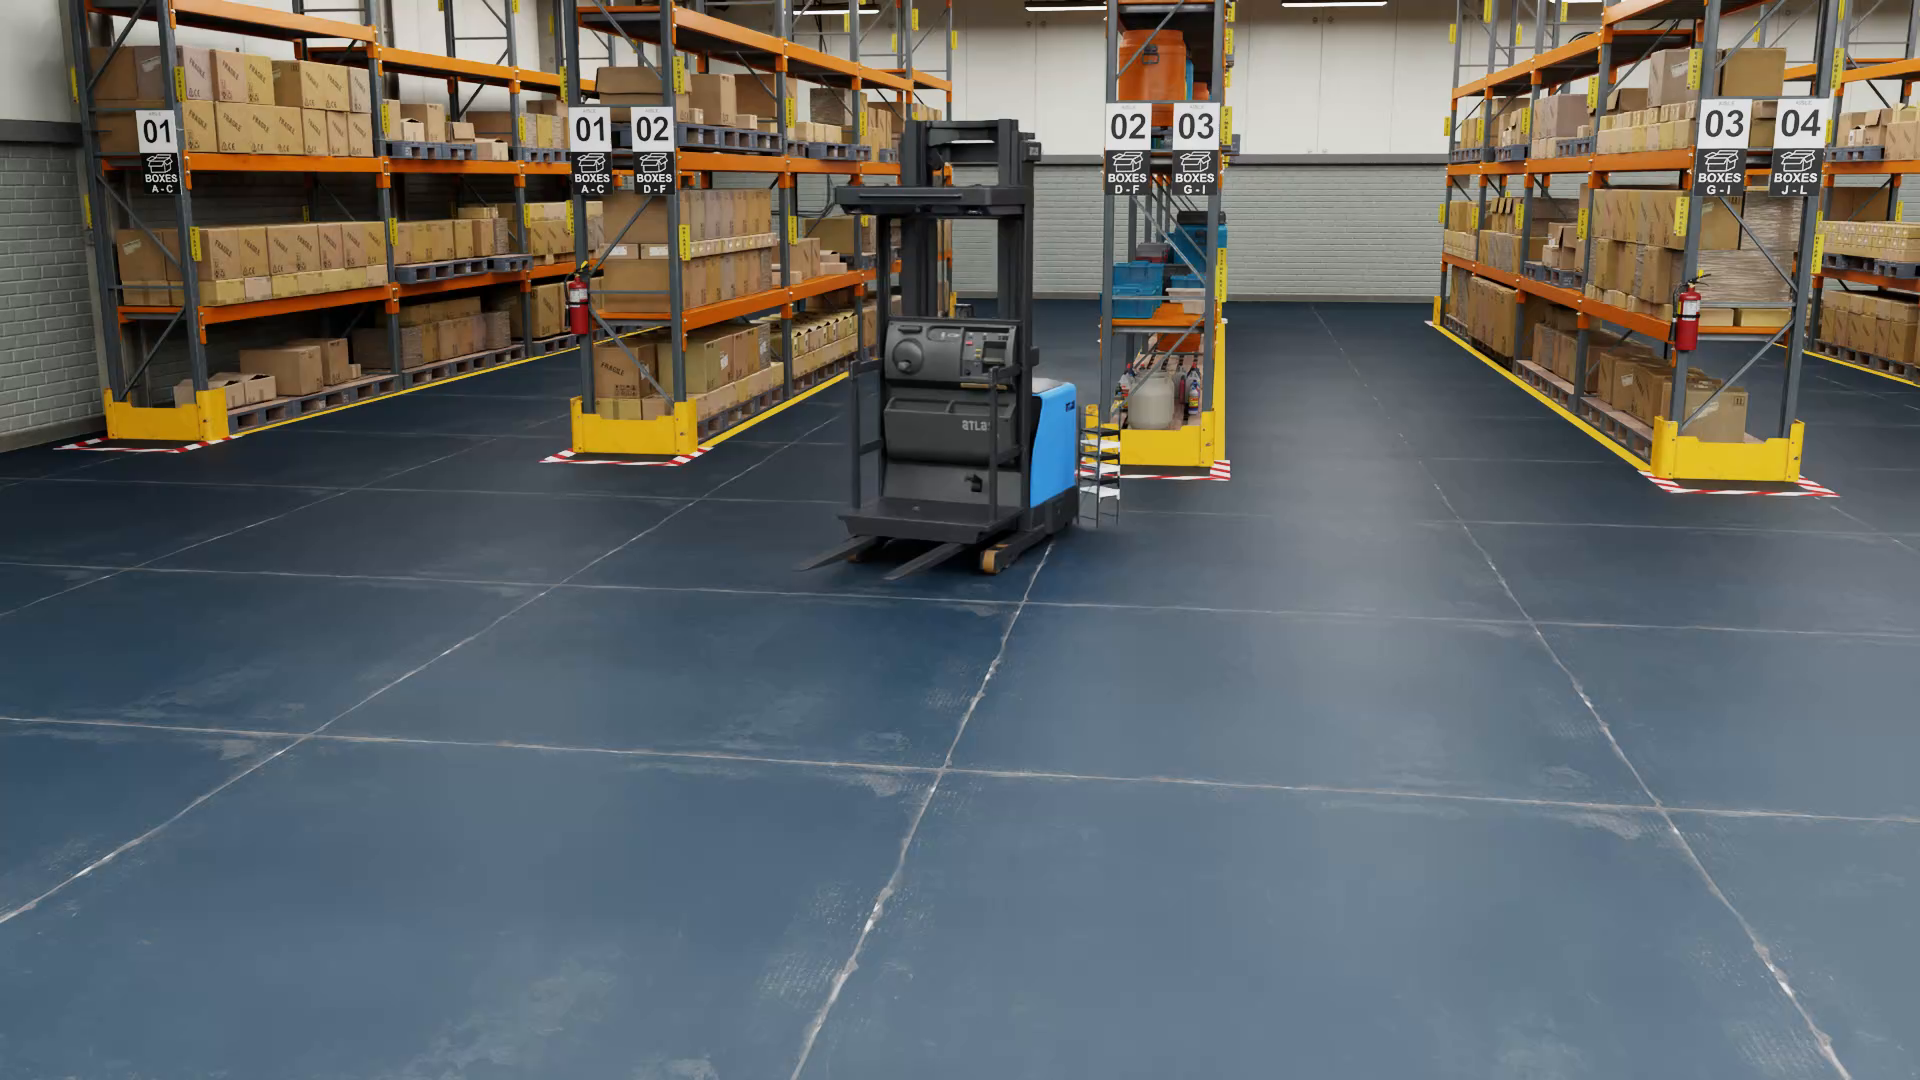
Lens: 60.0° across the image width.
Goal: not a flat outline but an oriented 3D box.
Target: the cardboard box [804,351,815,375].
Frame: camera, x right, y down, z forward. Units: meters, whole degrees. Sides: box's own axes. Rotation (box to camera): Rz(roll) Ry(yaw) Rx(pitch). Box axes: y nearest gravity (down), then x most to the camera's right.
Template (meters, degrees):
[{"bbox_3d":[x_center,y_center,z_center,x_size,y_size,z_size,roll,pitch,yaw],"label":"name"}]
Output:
[{"bbox_3d":[-2.110,-2.204,20.630,0.500,0.250,0.500,2,12,10],"label":"cardboard box"}]

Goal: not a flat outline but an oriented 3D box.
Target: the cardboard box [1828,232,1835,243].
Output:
[{"bbox_3d":[12.814,-4.375,24.069,0.380,0.149,0.250,2,12,10],"label":"cardboard box"}]

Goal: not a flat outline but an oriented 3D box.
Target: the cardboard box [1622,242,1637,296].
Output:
[{"bbox_3d":[6.954,-2.628,16.126,0.875,0.500,0.500,2,12,9],"label":"cardboard box"}]

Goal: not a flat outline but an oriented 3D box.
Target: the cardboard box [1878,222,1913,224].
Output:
[{"bbox_3d":[13.455,-4.496,23.923,0.380,0.149,0.250,1,12,7],"label":"cardboard box"}]

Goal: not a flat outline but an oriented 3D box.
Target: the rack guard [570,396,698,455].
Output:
[{"bbox_3d":[-3.116,-1.101,15.915,1.175,0.500,0.348,2,12,9],"label":"rack guard"}]

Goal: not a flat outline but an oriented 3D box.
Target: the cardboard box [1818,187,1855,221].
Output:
[{"bbox_3d":[13.212,-5.112,25.277,0.500,0.500,0.500,1,12,7],"label":"cardboard box"}]

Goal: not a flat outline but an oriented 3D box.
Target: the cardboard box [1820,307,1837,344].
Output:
[{"bbox_3d":[13.031,-3.161,24.475,0.500,0.500,0.500,2,12,11],"label":"cardboard box"}]

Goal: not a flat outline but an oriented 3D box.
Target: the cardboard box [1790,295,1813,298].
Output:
[{"bbox_3d":[14.181,-4.031,27.934,0.380,0.149,0.250,2,12,7],"label":"cardboard box"}]

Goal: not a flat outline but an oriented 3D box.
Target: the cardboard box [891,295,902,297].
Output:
[{"bbox_3d":[-1.060,-3.707,26.964,0.500,0.500,0.500,2,12,8],"label":"cardboard box"}]

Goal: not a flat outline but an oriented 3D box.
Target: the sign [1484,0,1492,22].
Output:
[{"bbox_3d":[7.976,-7.994,25.133,0.100,0.325,0.005,2,12,9],"label":"sign"}]

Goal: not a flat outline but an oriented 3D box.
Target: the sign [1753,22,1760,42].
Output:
[{"bbox_3d":[13.486,-8.601,28.137,0.100,0.325,0.005,2,12,9],"label":"sign"}]

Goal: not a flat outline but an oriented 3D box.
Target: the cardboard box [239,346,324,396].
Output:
[{"bbox_3d":[-7.562,-1.892,18.540,0.700,0.500,0.500,1,12,5],"label":"cardboard box"}]

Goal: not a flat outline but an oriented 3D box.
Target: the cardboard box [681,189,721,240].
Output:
[{"bbox_3d":[-2.868,-3.333,17.024,0.700,0.500,0.500,2,12,9],"label":"cardboard box"}]

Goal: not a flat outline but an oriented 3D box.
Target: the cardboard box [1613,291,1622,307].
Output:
[{"bbox_3d":[6.793,-2.420,16.699,0.380,0.149,0.250,2,12,9],"label":"cardboard box"}]

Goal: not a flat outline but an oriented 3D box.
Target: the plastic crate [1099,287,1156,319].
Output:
[{"bbox_3d":[1.563,-2.208,15.471,0.499,0.251,0.616,2,12,9],"label":"plastic crate"}]

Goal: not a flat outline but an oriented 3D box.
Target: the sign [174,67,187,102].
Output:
[{"bbox_3d":[-7.472,-4.364,15.927,0.100,0.325,0.005,2,12,9],"label":"sign"}]

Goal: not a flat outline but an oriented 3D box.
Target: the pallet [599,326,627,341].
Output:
[{"bbox_3d":[-6.206,-3.459,27.545,1.003,0.211,1.213,2,12,9],"label":"pallet"}]

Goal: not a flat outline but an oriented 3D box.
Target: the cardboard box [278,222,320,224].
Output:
[{"bbox_3d":[-7.754,-3.425,19.293,0.500,0.500,0.500,2,12,8],"label":"cardboard box"}]

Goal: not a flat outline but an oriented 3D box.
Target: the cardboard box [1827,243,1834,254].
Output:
[{"bbox_3d":[12.812,-4.228,24.091,0.380,0.149,0.250,2,12,9],"label":"cardboard box"}]

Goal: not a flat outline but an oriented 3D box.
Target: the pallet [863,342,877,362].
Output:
[{"bbox_3d":[-1.730,-2.784,24.412,1.003,0.211,1.213,2,12,9],"label":"pallet"}]

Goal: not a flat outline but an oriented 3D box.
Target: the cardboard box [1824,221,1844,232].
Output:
[{"bbox_3d":[12.855,-4.570,24.268,0.380,0.149,0.250,2,12,10],"label":"cardboard box"}]

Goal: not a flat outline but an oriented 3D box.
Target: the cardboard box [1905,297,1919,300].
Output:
[{"bbox_3d":[13.303,-3.184,22.802,0.500,0.250,0.500,2,12,9],"label":"cardboard box"}]

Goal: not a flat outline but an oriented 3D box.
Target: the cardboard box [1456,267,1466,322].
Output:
[{"bbox_3d":[8.977,-4.178,28.307,0.875,0.875,0.875,2,12,9],"label":"cardboard box"}]

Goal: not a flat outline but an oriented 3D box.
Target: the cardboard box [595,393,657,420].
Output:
[{"bbox_3d":[-3.322,-1.310,16.483,0.500,0.250,0.500,2,12,9],"label":"cardboard box"}]

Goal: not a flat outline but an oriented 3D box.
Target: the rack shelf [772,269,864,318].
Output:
[{"bbox_3d":[-2.190,-3.225,21.546,1.077,0.370,4.000,2,12,9],"label":"rack shelf"}]

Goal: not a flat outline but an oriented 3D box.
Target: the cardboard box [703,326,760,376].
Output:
[{"bbox_3d":[-2.514,-2.077,18.260,0.500,0.500,0.500,2,12,9],"label":"cardboard box"}]

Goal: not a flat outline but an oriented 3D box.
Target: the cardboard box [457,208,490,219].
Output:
[{"bbox_3d":[-6.836,-4.594,23.368,0.380,0.149,0.250,0,12,-1],"label":"cardboard box"}]

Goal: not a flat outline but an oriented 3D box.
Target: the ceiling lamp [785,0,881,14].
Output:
[{"bbox_3d":[-2.639,-12.081,32.837,2.000,3.185,0.800,2,12,9],"label":"ceiling lamp"}]

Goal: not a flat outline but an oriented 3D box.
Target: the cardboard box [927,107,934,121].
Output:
[{"bbox_3d":[-0.846,-7.346,29.230,0.700,0.500,0.500,2,12,9],"label":"cardboard box"}]

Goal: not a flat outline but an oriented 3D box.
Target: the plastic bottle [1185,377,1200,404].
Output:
[{"bbox_3d":[2.474,-1.599,17.712,0.152,0.276,0.135,2,12,10],"label":"plastic bottle"}]

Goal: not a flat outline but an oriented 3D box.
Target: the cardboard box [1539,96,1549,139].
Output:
[{"bbox_3d":[7.498,-5.236,20.626,0.500,0.500,0.500,2,12,9],"label":"cardboard box"}]

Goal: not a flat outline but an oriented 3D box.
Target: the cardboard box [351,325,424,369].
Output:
[{"bbox_3d":[-7.296,-2.467,21.210,0.700,0.500,0.500,2,12,11],"label":"cardboard box"}]

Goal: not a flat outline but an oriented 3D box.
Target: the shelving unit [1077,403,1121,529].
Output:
[{"bbox_3d":[1.039,-0.558,12.447,0.210,0.900,0.258,-9,15,-36],"label":"shelving unit"}]

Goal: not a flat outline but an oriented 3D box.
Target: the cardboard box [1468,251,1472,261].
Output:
[{"bbox_3d":[8.284,-4.509,26.393,0.380,0.149,0.250,2,12,10],"label":"cardboard box"}]

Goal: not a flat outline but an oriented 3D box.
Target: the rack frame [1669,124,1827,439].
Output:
[{"bbox_3d":[6.676,-2.006,14.182,1.000,3.000,0.127,2,12,9],"label":"rack frame"}]

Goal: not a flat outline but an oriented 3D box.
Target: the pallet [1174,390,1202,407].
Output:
[{"bbox_3d":[2.252,-1.498,18.442,1.003,0.211,1.213,2,12,9],"label":"pallet"}]

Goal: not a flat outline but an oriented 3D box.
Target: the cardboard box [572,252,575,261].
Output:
[{"bbox_3d":[-6.225,-4.475,26.187,0.380,0.149,0.250,2,12,10],"label":"cardboard box"}]

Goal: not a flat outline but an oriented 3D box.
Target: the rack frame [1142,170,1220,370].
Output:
[{"bbox_3d":[3.012,-3.832,22.654,1.000,3.000,0.127,2,12,9],"label":"rack frame"}]

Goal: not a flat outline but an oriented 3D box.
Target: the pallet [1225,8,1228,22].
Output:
[{"bbox_3d":[2.112,-5.217,16.238,1.003,0.211,1.213,2,12,9],"label":"pallet"}]

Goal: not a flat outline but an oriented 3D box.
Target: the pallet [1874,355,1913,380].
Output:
[{"bbox_3d":[12.913,-2.289,22.115,1.003,0.211,1.213,2,12,9],"label":"pallet"}]

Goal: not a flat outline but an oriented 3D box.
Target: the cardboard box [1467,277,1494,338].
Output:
[{"bbox_3d":[8.442,-3.537,25.332,1.225,0.875,0.875,2,12,9],"label":"cardboard box"}]

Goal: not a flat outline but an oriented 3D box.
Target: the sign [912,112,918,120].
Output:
[{"bbox_3d":[-0.718,-6.720,26.774,0.100,0.325,0.005,2,12,9],"label":"sign"}]

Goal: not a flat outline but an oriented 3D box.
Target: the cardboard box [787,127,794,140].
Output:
[{"bbox_3d":[-2.311,-5.001,20.319,0.500,0.250,0.500,1,12,3],"label":"cardboard box"}]

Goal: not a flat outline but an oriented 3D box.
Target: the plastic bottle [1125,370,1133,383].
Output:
[{"bbox_3d":[1.768,-1.637,17.713,0.144,0.351,0.185,2,12,8],"label":"plastic bottle"}]

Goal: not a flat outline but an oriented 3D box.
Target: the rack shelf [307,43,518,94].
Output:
[{"bbox_3d":[-7.085,-6.122,21.698,1.077,0.370,4.000,2,12,9],"label":"rack shelf"}]

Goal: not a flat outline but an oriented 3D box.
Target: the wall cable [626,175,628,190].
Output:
[{"bbox_3d":[-6.285,-6.612,33.143,0.084,1.984,1.851,2,12,9],"label":"wall cable"}]

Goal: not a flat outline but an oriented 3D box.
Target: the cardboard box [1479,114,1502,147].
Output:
[{"bbox_3d":[8.582,-6.438,26.157,0.700,0.500,0.500,1,12,5],"label":"cardboard box"}]

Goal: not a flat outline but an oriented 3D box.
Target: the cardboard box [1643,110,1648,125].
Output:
[{"bbox_3d":[6.767,-4.042,15.917,0.380,0.149,0.250,2,12,10],"label":"cardboard box"}]

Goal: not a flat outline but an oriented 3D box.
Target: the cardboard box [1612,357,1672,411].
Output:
[{"bbox_3d":[7.109,-1.621,17.330,0.500,0.500,0.500,6,14,27],"label":"cardboard box"}]

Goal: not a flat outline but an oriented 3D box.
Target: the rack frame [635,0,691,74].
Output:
[{"bbox_3d":[-5.547,-8.751,31.239,1.000,3.000,0.127,2,12,9],"label":"rack frame"}]

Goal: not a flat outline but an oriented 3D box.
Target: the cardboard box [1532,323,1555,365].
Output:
[{"bbox_3d":[7.823,-2.524,21.476,0.700,0.500,0.500,1,12,6],"label":"cardboard box"}]

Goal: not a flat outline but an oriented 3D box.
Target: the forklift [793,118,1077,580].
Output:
[{"bbox_3d":[-0.144,-1.304,11.088,1.130,2.935,3.031,5,13,21],"label":"forklift"}]

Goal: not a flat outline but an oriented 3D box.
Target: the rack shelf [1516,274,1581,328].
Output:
[{"bbox_3d":[7.598,-2.903,20.054,1.077,0.370,4.000,2,12,9],"label":"rack shelf"}]

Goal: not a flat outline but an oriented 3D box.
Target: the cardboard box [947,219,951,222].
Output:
[{"bbox_3d":[-0.448,-6.095,30.543,0.500,0.500,0.500,2,12,8],"label":"cardboard box"}]

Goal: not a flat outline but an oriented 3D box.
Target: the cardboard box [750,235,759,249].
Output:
[{"bbox_3d":[-2.445,-3.302,18.419,0.380,0.149,0.250,2,12,9],"label":"cardboard box"}]
